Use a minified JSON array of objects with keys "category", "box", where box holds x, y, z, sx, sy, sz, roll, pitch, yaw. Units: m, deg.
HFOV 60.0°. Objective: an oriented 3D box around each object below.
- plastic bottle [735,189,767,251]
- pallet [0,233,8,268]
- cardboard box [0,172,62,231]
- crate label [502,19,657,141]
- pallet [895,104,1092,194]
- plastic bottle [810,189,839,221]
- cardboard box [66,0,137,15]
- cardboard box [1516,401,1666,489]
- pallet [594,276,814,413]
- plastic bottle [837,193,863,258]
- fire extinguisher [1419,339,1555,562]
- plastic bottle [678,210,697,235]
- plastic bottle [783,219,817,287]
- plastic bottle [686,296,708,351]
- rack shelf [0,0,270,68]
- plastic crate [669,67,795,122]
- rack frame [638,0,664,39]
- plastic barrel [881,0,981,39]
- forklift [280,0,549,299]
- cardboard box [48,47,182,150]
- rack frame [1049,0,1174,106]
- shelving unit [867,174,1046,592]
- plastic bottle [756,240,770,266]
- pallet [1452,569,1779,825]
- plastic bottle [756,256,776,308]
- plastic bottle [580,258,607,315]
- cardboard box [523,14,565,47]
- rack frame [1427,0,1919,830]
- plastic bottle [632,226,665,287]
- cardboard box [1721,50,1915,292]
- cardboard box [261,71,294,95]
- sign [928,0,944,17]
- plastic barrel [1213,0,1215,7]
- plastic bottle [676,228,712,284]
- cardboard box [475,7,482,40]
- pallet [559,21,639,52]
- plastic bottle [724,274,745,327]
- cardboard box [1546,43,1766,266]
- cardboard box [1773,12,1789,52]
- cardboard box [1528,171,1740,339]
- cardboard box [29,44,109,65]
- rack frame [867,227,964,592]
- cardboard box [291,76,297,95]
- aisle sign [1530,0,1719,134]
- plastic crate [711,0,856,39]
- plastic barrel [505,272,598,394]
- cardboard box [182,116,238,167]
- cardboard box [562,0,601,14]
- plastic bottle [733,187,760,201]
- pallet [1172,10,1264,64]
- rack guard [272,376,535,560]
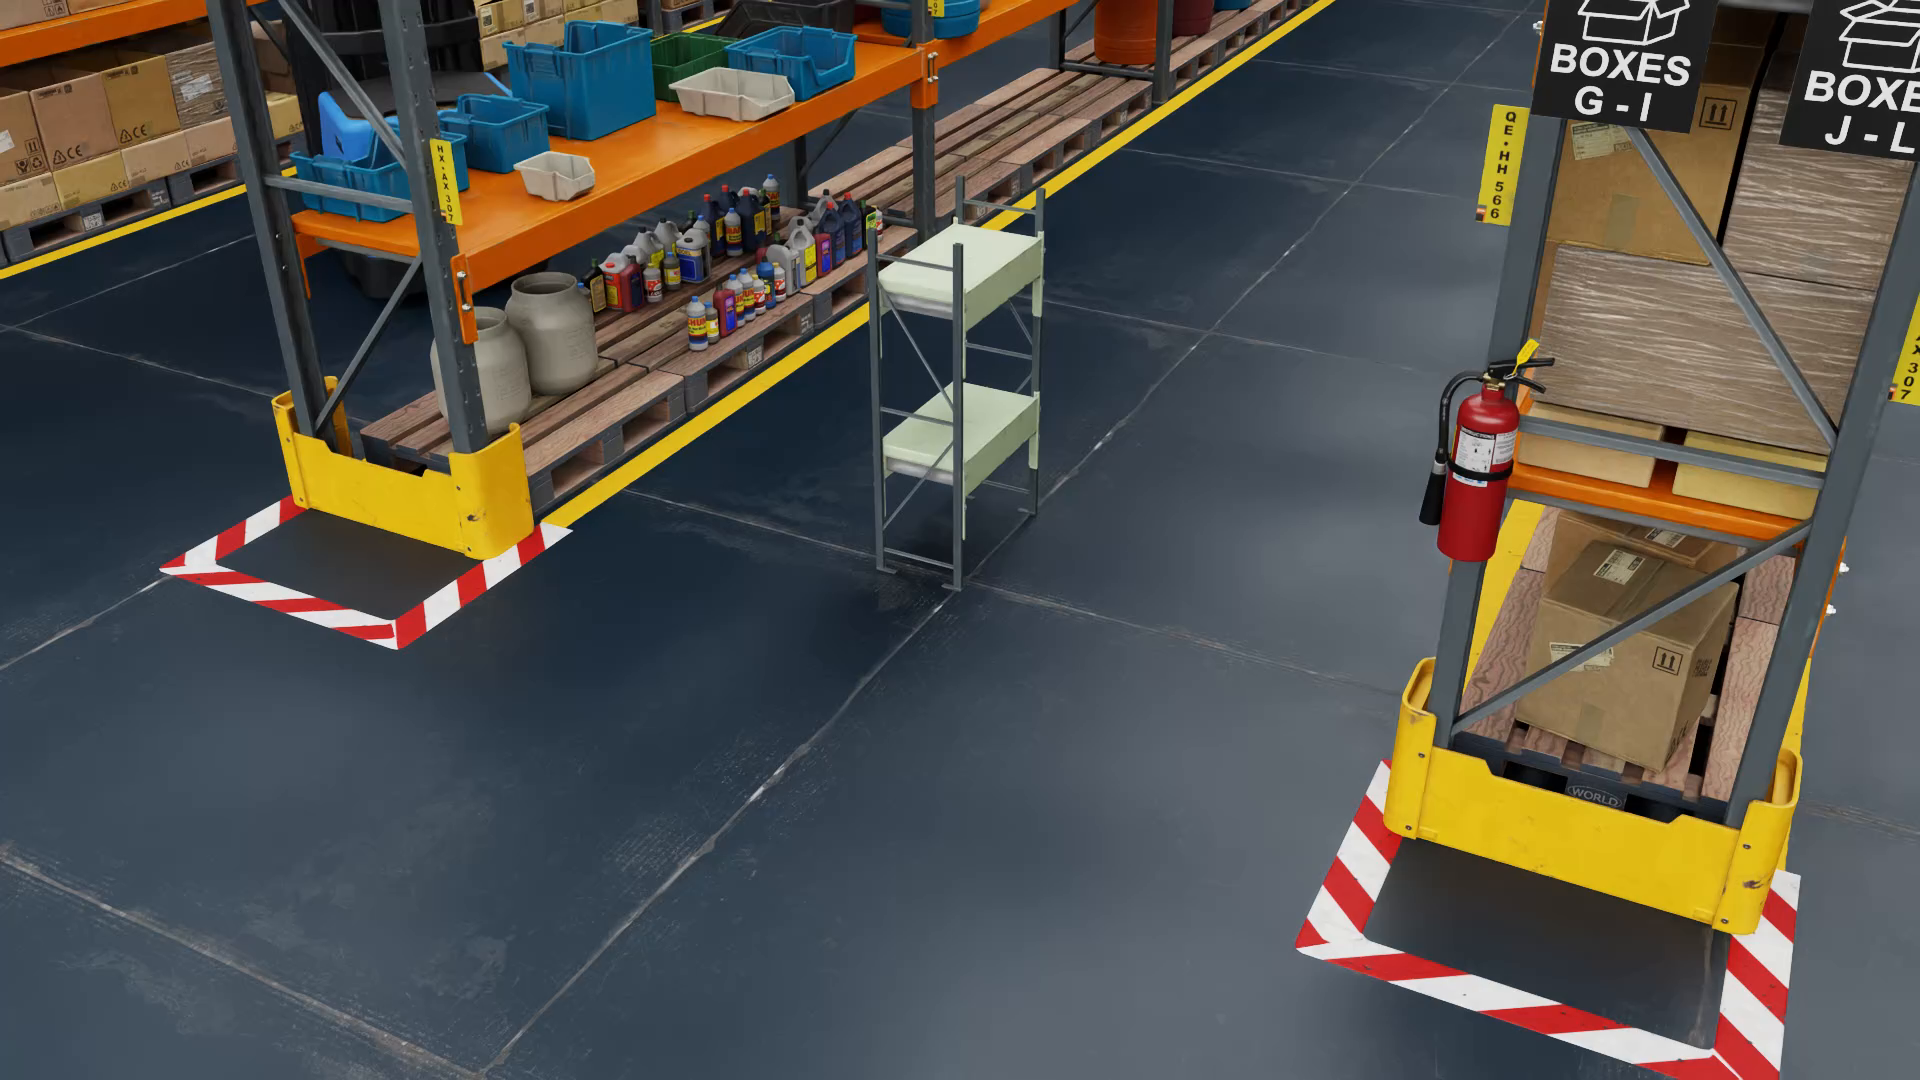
[{"category":"plastic bottle","box":[-1.230,-1.888,9.744,0.144,0.351,0.185,14,33,23]},{"category":"pallet","box":[-6.540,-1.634,9.883,1.003,0.211,1.213,14,33,23]},{"category":"cardboard box","box":[-5.957,-2.115,10.261,0.500,0.250,0.500,14,33,23]},{"category":"crate label","box":[-1.846,-2.262,8.141,0.502,0.435,0.616,14,33,23]},{"category":"pallet","box":[0.256,-2.833,11.971,1.003,0.211,1.213,14,33,23]},{"category":"plastic bottle","box":[-0.787,-1.866,9.706,0.144,0.351,0.185,14,33,23]},{"category":"cardboard box","box":[-5.692,-3.656,10.504,0.700,0.500,0.500,15,33,24]},{"category":"cardboard box","box":[1.912,-0.310,5.029,0.380,0.149,0.250,14,33,23]},{"category":"pallet","box":[-1.519,-1.102,8.957,1.003,0.211,1.213,14,33,23]},{"category":"plastic bottle","box":[-0.658,-1.833,9.649,0.144,0.351,0.185,13,32,22]},{"category":"fire extinguisher","box":[1.503,-0.266,4.778,0.296,0.674,0.183,14,33,23]},{"category":"plastic bottle","box":[-1.557,-1.744,9.561,0.061,0.283,0.133,16,33,25]},{"category":"plastic bottle","box":[-0.893,-1.605,9.251,0.144,0.351,0.185,14,33,23]},{"category":"plastic bottle","box":[-1.340,-1.110,8.468,0.097,0.271,0.097,0,30,0]},{"category":"rack shelf","box":[-5.940,-3.069,10.305,1.077,0.370,4.000,14,33,23]},{"category":"plastic crate","box":[-1.136,-2.251,8.422,0.530,0.136,0.437,14,33,23]},{"category":"rack frame","box":[-3.207,-6.041,14.757,1.000,3.000,0.127,14,33,23]},{"category":"plastic barrel","box":[-0.176,-3.462,9.763,0.600,0.901,0.708,14,33,23]},{"category":"forklift","box":[-3.594,-3.359,10.156,1.130,2.935,3.031,-15,33,-24]},{"category":"cardboard box","box":[-5.509,-2.886,10.850,0.500,0.500,0.500,14,33,23]},{"category":"rack frame","box":[1.201,-4.915,12.798,1.000,3.000,0.127,14,33,23]},{"category":"shelving unit","box":[-0.003,-0.647,6.871,0.431,1.500,0.755,14,33,23]},{"category":"plastic bottle","box":[-1.066,-1.529,9.186,0.061,0.283,0.133,14,33,23]},{"category":"pallet","box":[2.402,0.578,6.031,1.003,0.211,1.213,14,33,23]},{"category":"plastic bottle","box":[-1.046,-1.396,8.966,0.097,0.271,0.097,0,30,0]},{"category":"plastic bottle","box":[-1.960,-1.351,8.877,0.061,0.283,0.133,15,33,24]},{"category":"cardboard box","box":[-3.693,-4.290,14.049,0.500,0.250,0.500,15,33,24]},{"category":"rack frame","box":[1.965,-0.245,4.665,1.000,3.000,0.127,14,33,23]},{"category":"plastic bottle","box":[-1.723,-1.566,9.183,0.144,0.351,0.185,16,33,25]},{"category":"cardboard box","box":[2.459,-1.033,4.634,0.500,0.500,0.500,14,33,23]},{"category":"cardboard box","box":[-5.099,-3.507,12.684,0.500,0.250,0.500,14,33,23]},{"category":"sign","box":[-0.137,-3.133,9.415,0.100,0.325,0.005,14,33,23]},{"category":"plastic barrel","box":[2.100,-5.011,15.040,0.421,0.512,0.421,0,30,0]},{"category":"plastic bottle","box":[-1.495,-1.594,9.306,0.152,0.276,0.135,14,33,23]},{"category":"cardboard box","box":[-4.152,-4.078,13.115,0.500,0.311,0.500,13,32,22]},{"category":"pallet","box":[-3.617,-4.475,14.832,1.003,0.211,1.213,14,33,23]},{"category":"plastic bottle","box":[-1.184,-1.262,8.733,0.097,0.271,0.097,0,30,0]},{"category":"cardboard box","box":[1.996,-1.151,4.839,0.500,0.500,0.500,14,33,23]},{"category":"cardboard box","box":[2.684,-1.815,5.995,0.500,0.500,0.500,14,33,23]},{"category":"cardboard box","box":[2.361,-0.904,5.413,0.875,0.500,0.500,14,33,23]},{"category":"cardboard box","box":[-5.975,-3.005,11.056,0.500,0.500,0.500,14,33,23]},{"category":"rack frame","box":[-0.170,-0.485,6.589,0.400,1.500,0.023,14,33,23]},{"category":"cardboard box","box":[-4.625,-3.380,12.463,0.500,0.250,0.500,13,33,22]},{"category":"aisle sign","box":[1.670,-1.413,4.088,0.394,0.787,0.004,14,33,23]},{"category":"plastic crate","box":[-0.973,-2.912,9.371,0.767,0.338,0.504,14,33,23]},{"category":"plastic barrel","box":[-1.984,-1.004,8.062,0.421,0.512,0.421,0,30,0]},{"category":"cardboard box","box":[-5.283,-2.783,11.423,0.500,0.250,0.500,14,33,23]},{"category":"cardboard box","box":[-3.458,-4.754,14.292,0.500,0.311,0.500,14,33,23]},{"category":"plastic bottle","box":[-1.280,-1.961,9.945,0.152,0.276,0.135,16,33,25]},{"category":"pallet","box":[2.080,-4.604,15.055,1.003,0.211,1.213,14,33,23]},{"category":"rack guard","box":[-2.451,-0.329,7.321,1.175,0.500,0.348,14,33,23]}]
